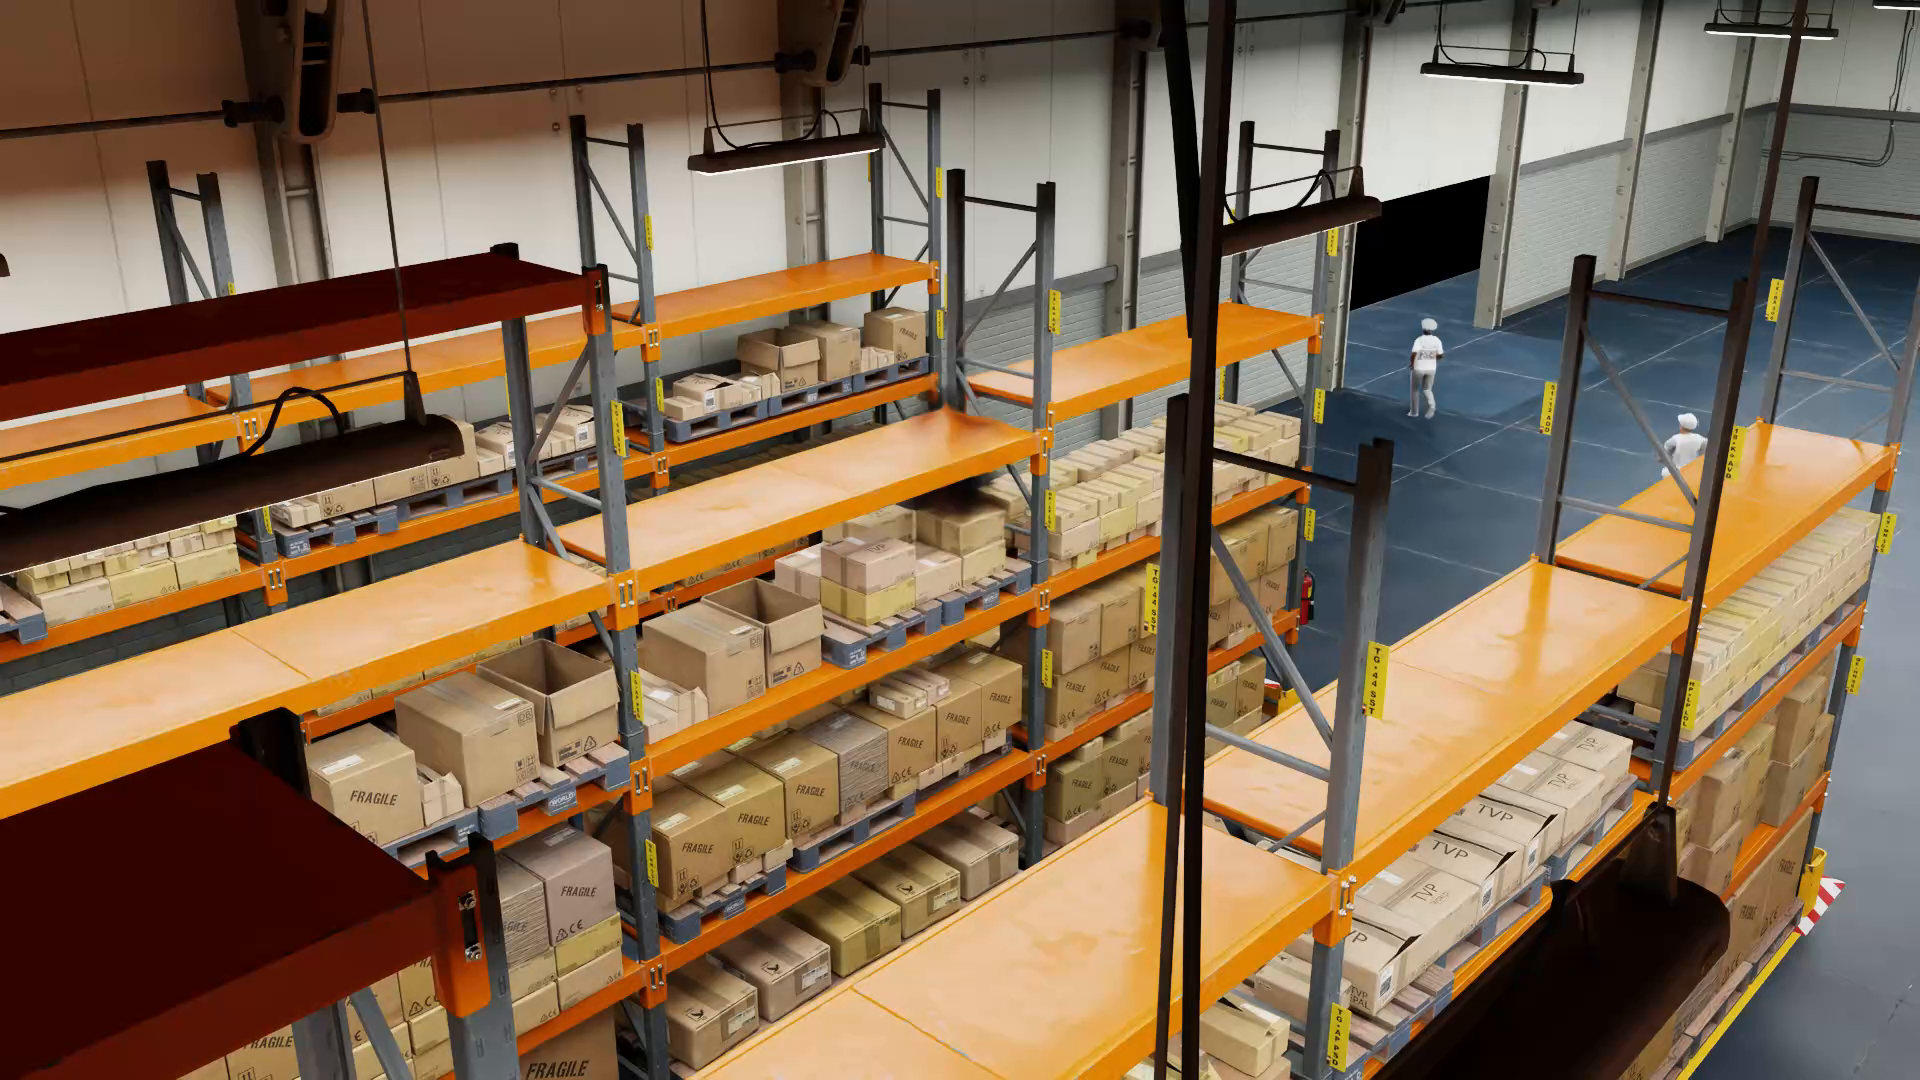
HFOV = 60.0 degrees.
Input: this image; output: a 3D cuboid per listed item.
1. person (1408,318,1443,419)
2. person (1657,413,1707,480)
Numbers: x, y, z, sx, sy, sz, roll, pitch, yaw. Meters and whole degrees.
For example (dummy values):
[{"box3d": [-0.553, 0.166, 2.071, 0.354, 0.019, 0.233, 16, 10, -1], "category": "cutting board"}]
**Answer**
[{"box3d": [7.460, -2.709, 26.696, 0.556, 1.687, 0.851, -1, 21, -3], "category": "person"}, {"box3d": [9.328, -0.801, 21.605, 0.667, 1.767, 0.967, -4, 22, -11], "category": "person"}]
